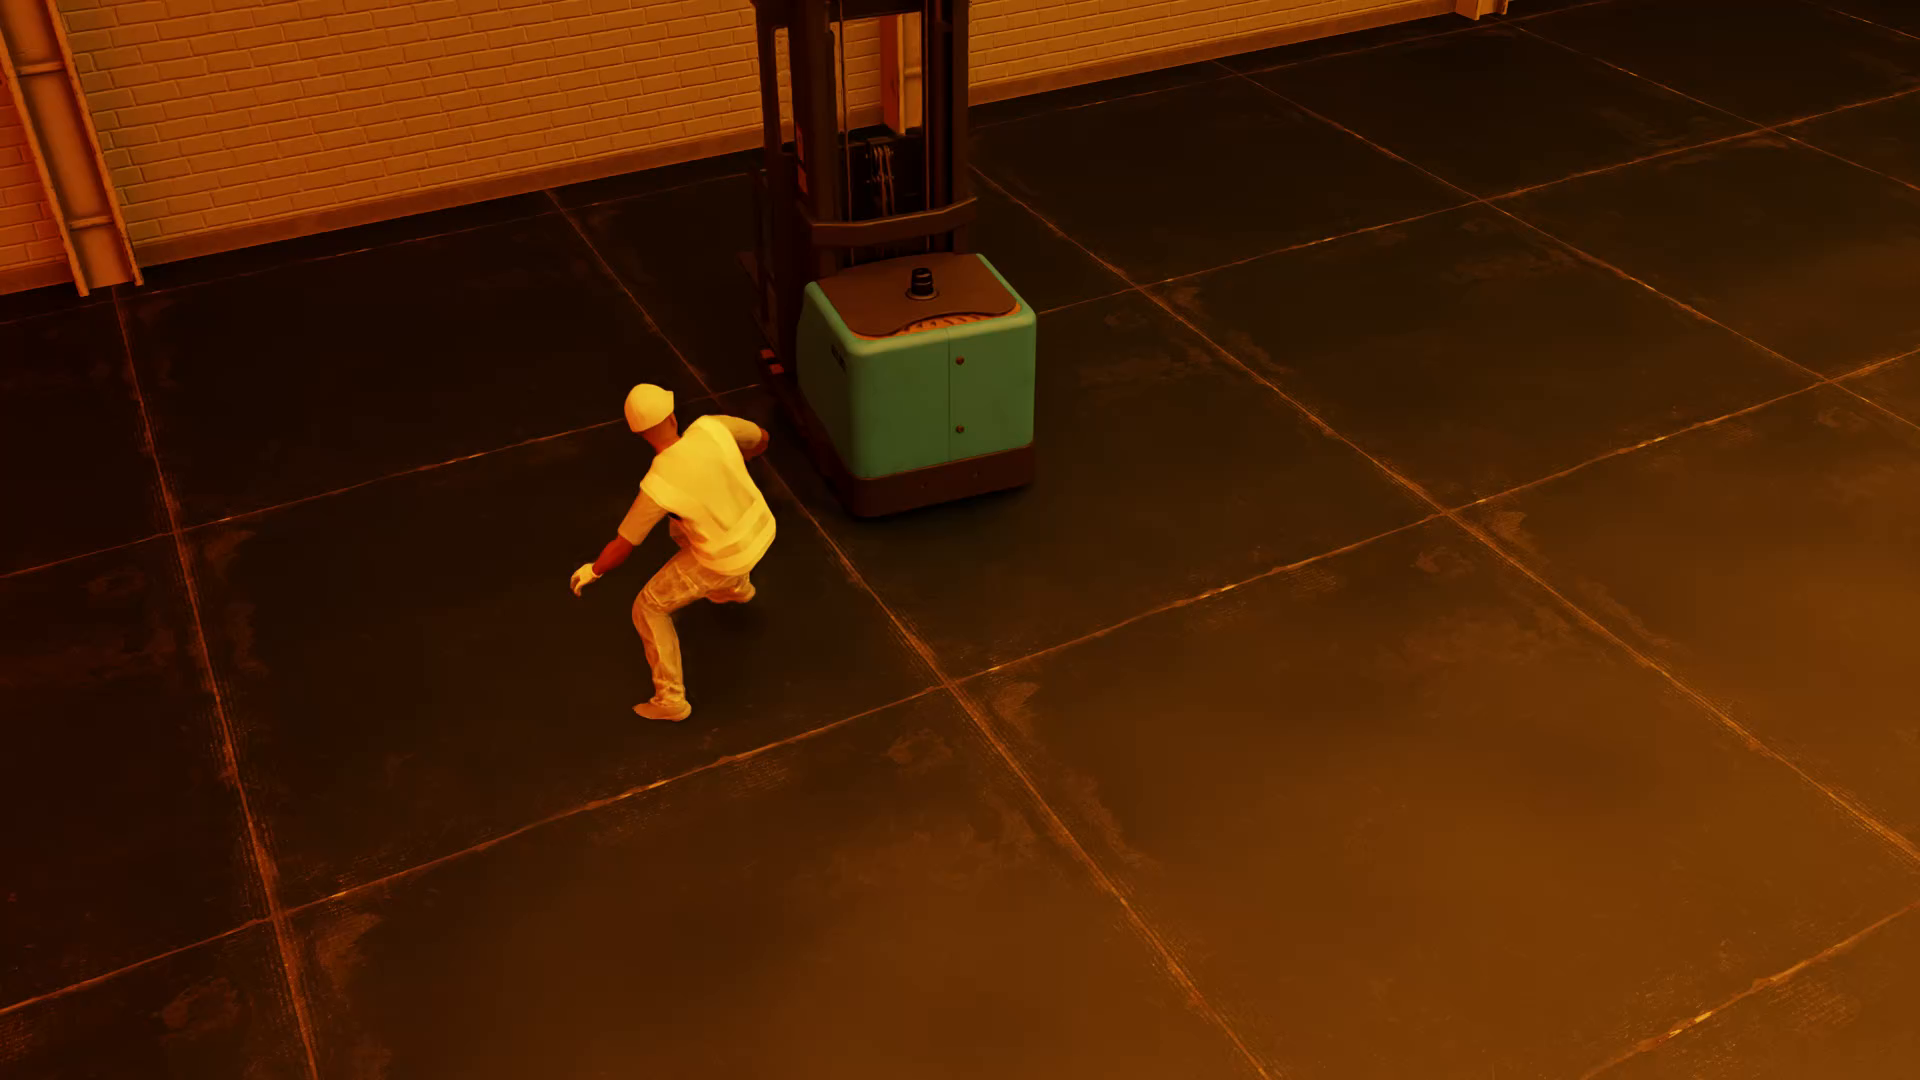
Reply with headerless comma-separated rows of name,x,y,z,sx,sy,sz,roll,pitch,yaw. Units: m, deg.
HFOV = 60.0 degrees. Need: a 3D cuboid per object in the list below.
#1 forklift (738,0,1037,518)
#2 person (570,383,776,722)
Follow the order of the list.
forklift,-0.598,-2.160,9.179,1.130,2.935,3.031,-13,37,-17
person,-1.246,-0.016,7.428,0.731,1.545,0.894,17,39,23
